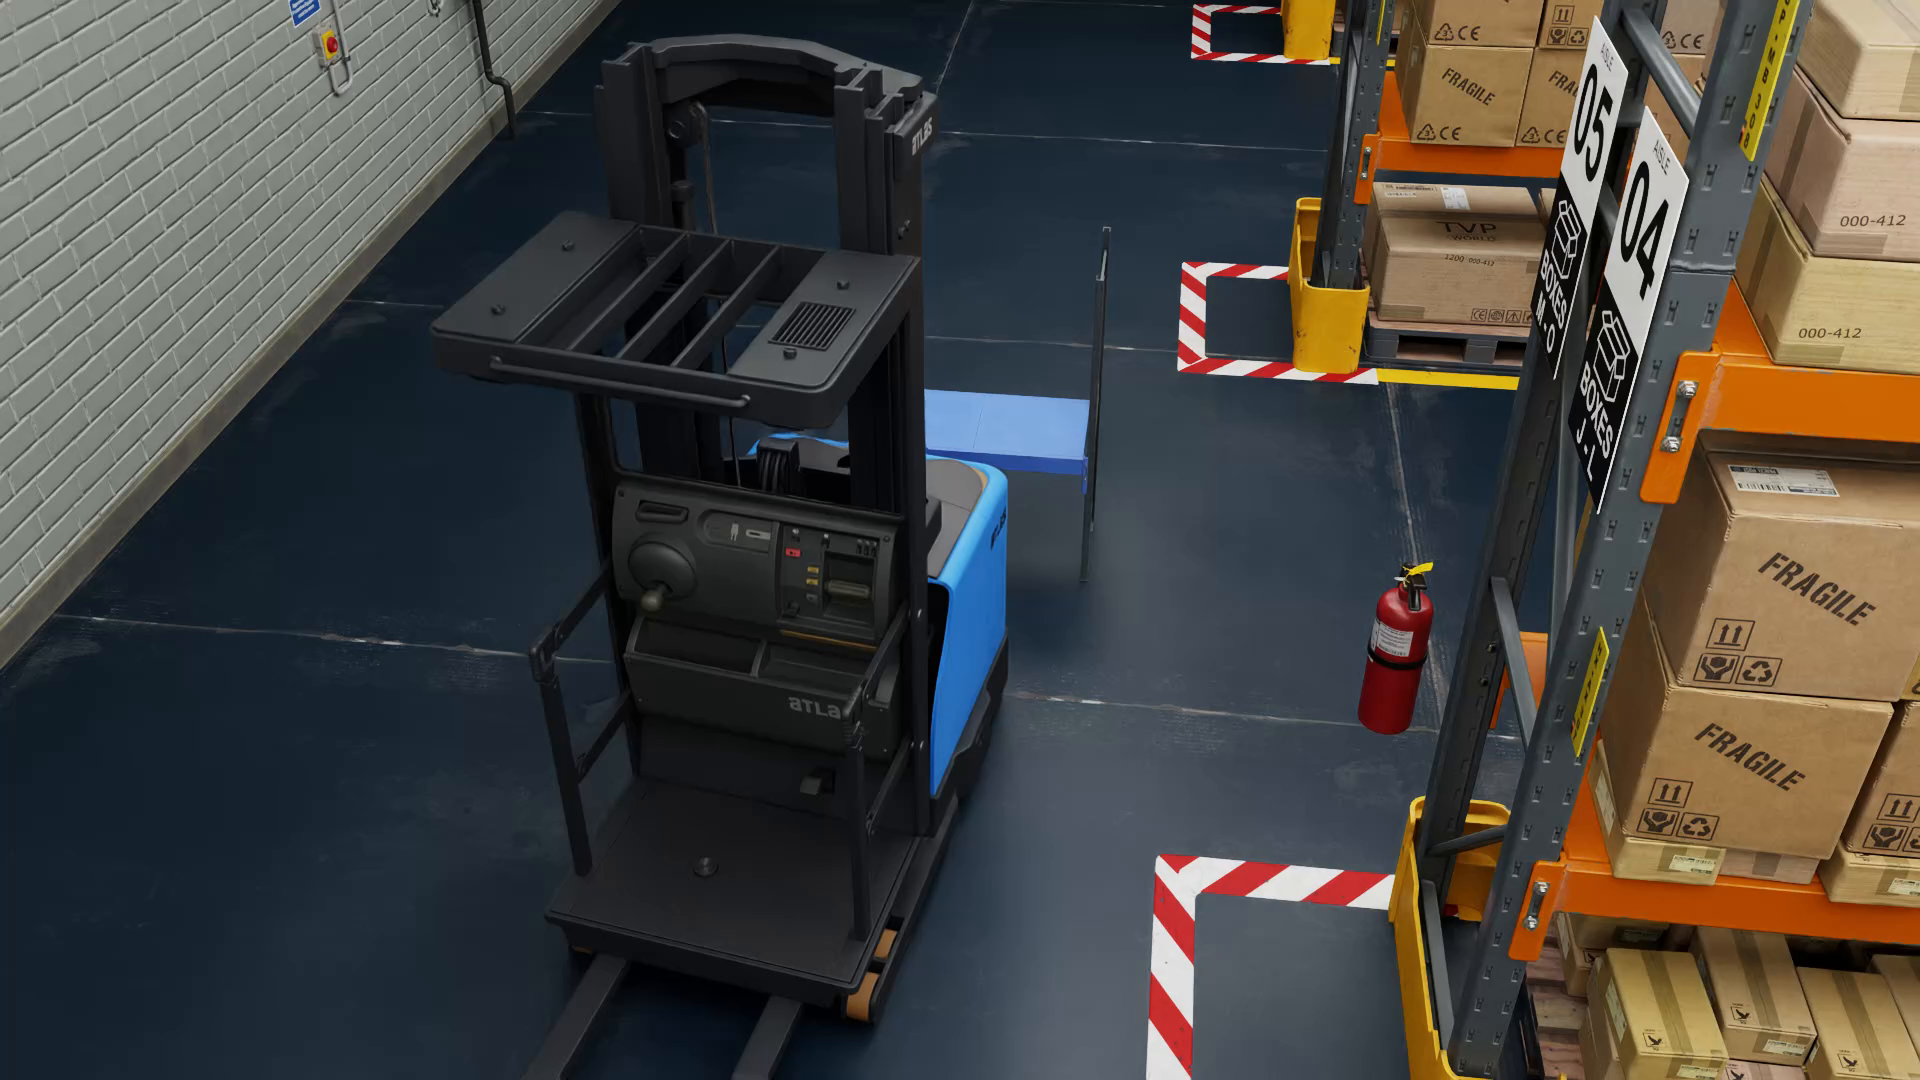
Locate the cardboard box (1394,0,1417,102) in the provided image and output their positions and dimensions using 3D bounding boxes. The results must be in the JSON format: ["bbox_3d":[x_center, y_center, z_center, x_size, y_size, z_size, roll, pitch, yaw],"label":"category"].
[{"bbox_3d":[2.593,-2.618,8.751,0.500,0.500,0.500,4,36,6],"label":"cardboard box"}]

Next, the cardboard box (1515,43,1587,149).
[{"bbox_3d":[3.026,-2.279,8.276,0.500,0.500,0.500,4,36,5],"label":"cardboard box"}]

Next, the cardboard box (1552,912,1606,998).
[{"bbox_3d":[2.100,1.307,5.429,0.250,0.149,0.380,5,36,7],"label":"cardboard box"}]

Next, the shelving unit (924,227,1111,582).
[{"bbox_3d":[0.085,-0.604,7.305,1.048,1.500,0.538,4,36,6],"label":"shelving unit"}]

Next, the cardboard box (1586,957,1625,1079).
[{"bbox_3d":[2.038,1.454,4.967,0.250,0.149,0.380,6,36,8],"label":"cardboard box"}]

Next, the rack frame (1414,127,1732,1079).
[{"bbox_3d":[1.551,0.399,4.609,0.127,3.000,1.000,4,36,6],"label":"rack frame"}]

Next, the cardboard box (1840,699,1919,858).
[{"bbox_3d":[2.495,0.454,4.189,0.500,0.500,0.500,4,36,6],"label":"cardboard box"}]

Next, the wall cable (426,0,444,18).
[{"bbox_3d":[-3.345,-4.096,10.033,0.122,1.984,0.588,4,36,6],"label":"wall cable"}]

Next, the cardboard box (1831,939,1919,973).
[{"bbox_3d":[2.880,1.258,5.241,0.250,0.149,0.380,4,36,5],"label":"cardboard box"}]

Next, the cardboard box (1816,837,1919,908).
[{"bbox_3d":[2.348,0.759,4.320,0.250,0.149,0.380,3,36,5],"label":"cardboard box"}]

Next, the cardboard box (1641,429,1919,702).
[{"bbox_3d":[1.963,0.016,3.943,0.500,0.500,0.500,4,36,6],"label":"cardboard box"}]

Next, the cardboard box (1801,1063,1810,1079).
[{"bbox_3d":[2.556,1.474,4.940,0.250,0.149,0.380,5,36,7],"label":"cardboard box"}]

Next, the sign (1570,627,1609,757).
[{"bbox_3d":[1.482,0.359,3.920,0.005,0.325,0.100,4,36,6],"label":"sign"}]

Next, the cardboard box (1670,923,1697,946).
[{"bbox_3d":[2.350,1.091,5.220,0.250,0.149,0.380,5,36,7],"label":"cardboard box"}]

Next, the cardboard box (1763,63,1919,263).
[{"bbox_3d":[1.963,-0.782,3.380,0.500,0.250,0.500,5,36,7],"label":"cardboard box"}]

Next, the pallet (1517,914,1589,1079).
[{"bbox_3d":[2.428,1.620,5.299,1.213,0.211,1.003,4,36,6],"label":"pallet"}]

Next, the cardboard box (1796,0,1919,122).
[{"bbox_3d":[1.843,-0.972,3.303,0.250,0.149,0.380,4,36,6],"label":"cardboard box"}]

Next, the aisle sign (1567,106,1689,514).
[{"bbox_3d":[1.440,-0.492,3.619,0.004,0.787,0.394,4,36,6],"label":"aisle sign"}]

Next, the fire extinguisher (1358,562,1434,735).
[{"bbox_3d":[1.360,0.297,5.139,0.183,0.674,0.296,4,36,6],"label":"fire extinguisher"}]

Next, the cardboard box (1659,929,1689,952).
[{"bbox_3d":[2.363,1.192,5.334,0.250,0.149,0.380,3,36,5],"label":"cardboard box"}]

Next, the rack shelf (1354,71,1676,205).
[{"bbox_3d":[4.065,-2.020,8.618,4.000,0.370,1.077,4,36,6],"label":"rack shelf"}]

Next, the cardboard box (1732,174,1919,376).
[{"bbox_3d":[1.964,-0.581,3.529,0.500,0.250,0.500,5,36,8],"label":"cardboard box"}]

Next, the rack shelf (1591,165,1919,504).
[{"bbox_3d":[3.535,-0.381,3.740,4.000,0.370,1.077,4,36,6],"label":"rack shelf"}]

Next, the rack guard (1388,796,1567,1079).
[{"bbox_3d":[1.626,1.422,5.328,0.348,0.500,1.175,4,36,6],"label":"rack guard"}]

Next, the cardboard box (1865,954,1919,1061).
[{"bbox_3d":[2.806,1.395,4.794,0.250,0.149,0.380,3,36,4],"label":"cardboard box"}]

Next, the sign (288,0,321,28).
[{"bbox_3d":[-3.581,-2.951,9.071,0.001,0.218,0.327,4,36,6],"label":"sign"}]

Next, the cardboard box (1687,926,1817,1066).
[{"bbox_3d":[2.316,1.332,4.883,0.250,0.149,0.380,5,36,7],"label":"cardboard box"}]

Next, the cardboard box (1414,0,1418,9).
[{"bbox_3d":[2.590,-3.010,8.439,0.500,0.500,0.500,5,36,8],"label":"cardboard box"}]

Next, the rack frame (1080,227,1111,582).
[{"bbox_3d":[0.589,-0.567,7.253,0.032,1.500,0.500,4,36,6],"label":"rack frame"}]

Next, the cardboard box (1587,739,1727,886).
[{"bbox_3d":[1.831,0.714,4.384,0.250,0.149,0.380,4,36,6],"label":"cardboard box"}]

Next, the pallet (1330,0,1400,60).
[{"bbox_3d":[3.576,-4.122,13.344,1.213,0.211,1.003,4,36,6],"label":"pallet"}]

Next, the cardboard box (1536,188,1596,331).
[{"bbox_3d":[3.657,-1.535,9.163,0.875,0.438,0.875,5,36,7],"label":"cardboard box"}]

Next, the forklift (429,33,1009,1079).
[{"bbox_3d":[-0.711,0.142,5.028,1.130,2.935,3.031,10,37,13],"label":"forklift"}]

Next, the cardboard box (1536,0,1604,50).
[{"bbox_3d":[3.034,-2.675,7.969,0.500,0.500,0.500,3,36,5],"label":"cardboard box"}]
